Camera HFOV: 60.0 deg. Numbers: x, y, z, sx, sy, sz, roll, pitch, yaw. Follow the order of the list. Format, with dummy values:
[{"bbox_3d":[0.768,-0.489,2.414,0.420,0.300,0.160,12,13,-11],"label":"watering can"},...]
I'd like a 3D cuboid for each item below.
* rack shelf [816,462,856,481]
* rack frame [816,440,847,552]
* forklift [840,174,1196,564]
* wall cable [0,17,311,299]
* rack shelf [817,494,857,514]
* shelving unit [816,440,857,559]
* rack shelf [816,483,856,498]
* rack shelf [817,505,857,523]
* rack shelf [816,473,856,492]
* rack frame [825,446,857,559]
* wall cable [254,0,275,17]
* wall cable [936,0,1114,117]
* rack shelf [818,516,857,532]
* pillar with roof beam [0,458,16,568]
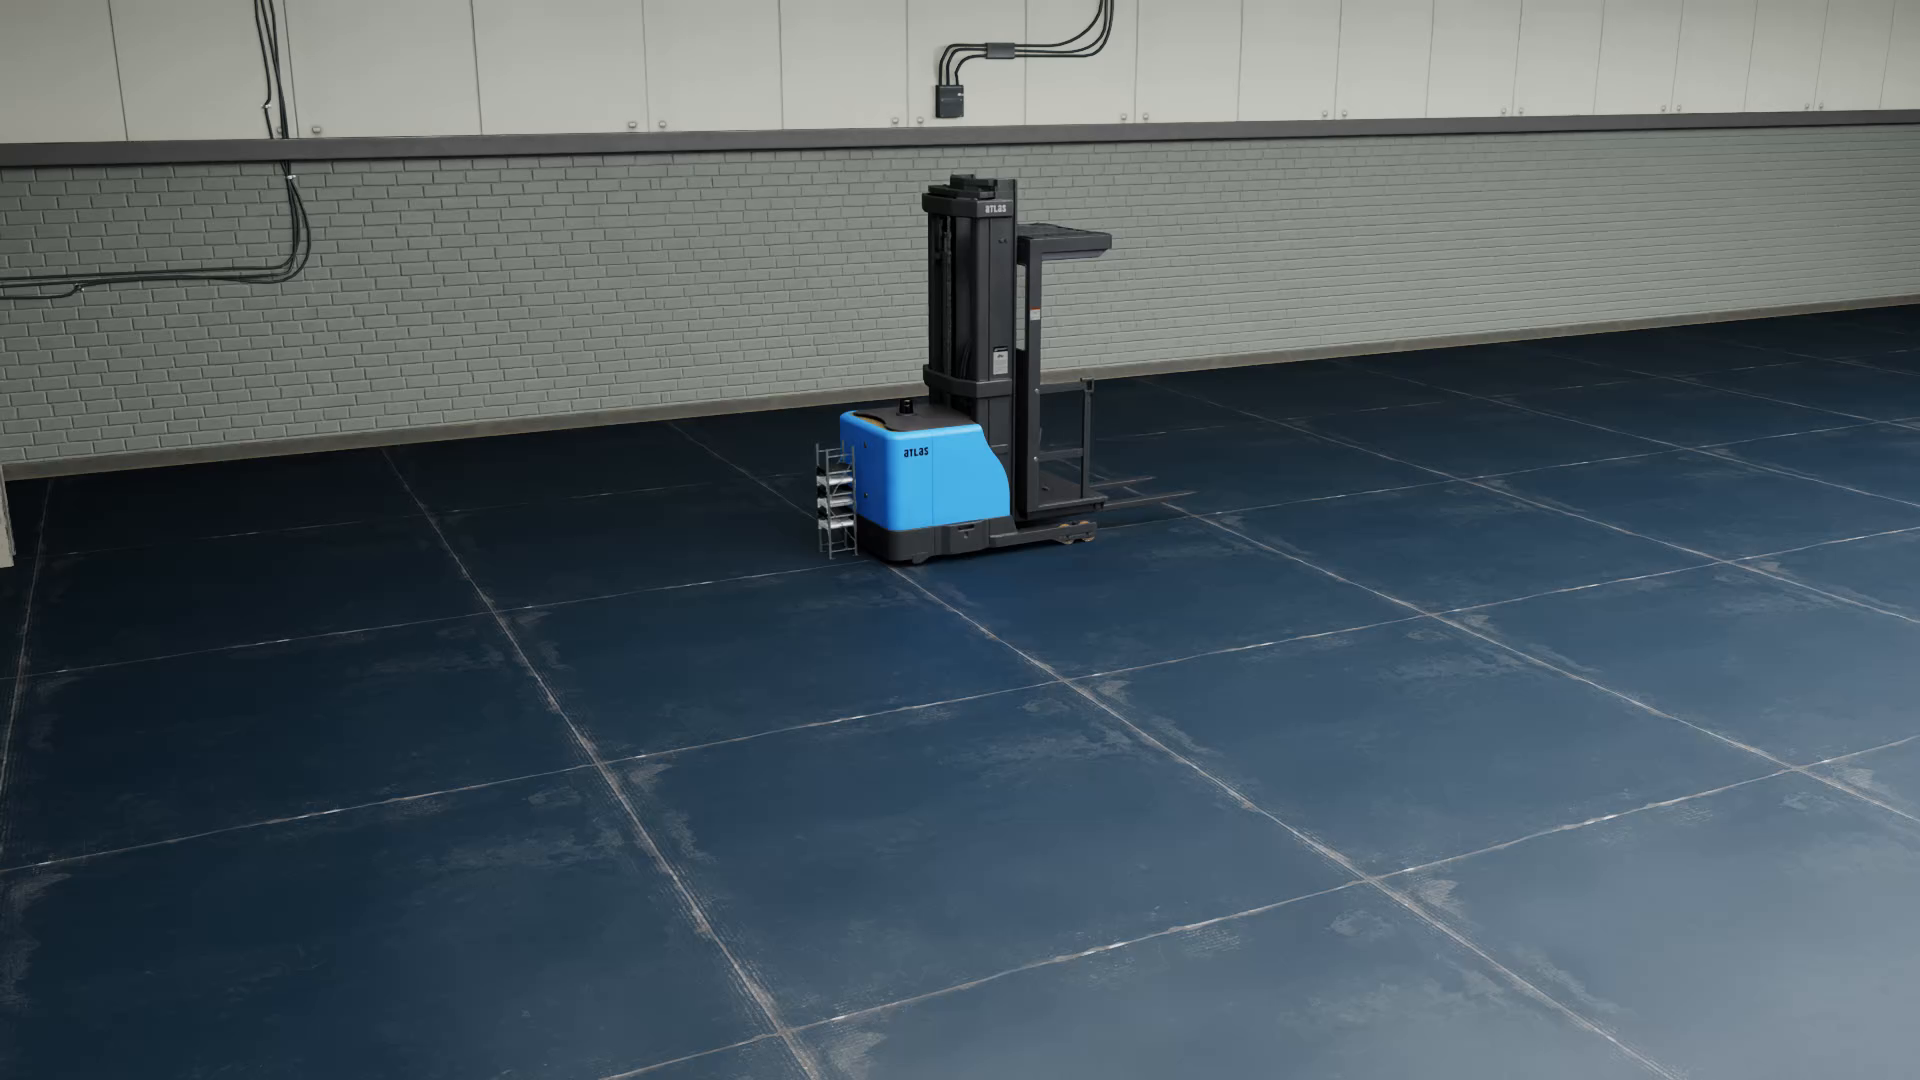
[{"bbox_3d":[-0.983,-0.545,13.142,0.258,0.077,0.200,-9,20,-25],"label":"rack shelf"},{"bbox_3d":[-1.027,-0.346,13.300,0.240,0.900,0.006,-9,20,-25],"label":"rack frame"},{"bbox_3d":[0.556,-1.491,13.633,3.031,2.935,1.130,-8,18,-27],"label":"forklift"},{"bbox_3d":[-7.750,-3.549,15.434,3.097,2.526,0.112,-8,18,-25],"label":"wall cable"},{"bbox_3d":[-0.981,-0.287,13.224,0.258,0.077,0.200,-9,20,-25],"label":"rack shelf"},{"bbox_3d":[-0.981,-0.319,13.213,0.258,0.900,0.210,-9,20,-25],"label":"shelving unit"},{"bbox_3d":[-0.981,-0.373,13.196,0.258,0.077,0.200,-9,20,-25],"label":"rack shelf"},{"bbox_3d":[-0.980,-0.202,13.251,0.258,0.077,0.200,-9,20,-25],"label":"rack shelf"},{"bbox_3d":[-0.982,-0.459,13.169,0.258,0.077,0.200,-9,20,-25],"label":"rack shelf"},{"bbox_3d":[-0.935,-0.292,13.127,0.240,0.900,0.006,-9,20,-25],"label":"rack frame"},{"bbox_3d":[-5.319,-6.304,15.876,3.097,2.526,0.112,-8,18,-25],"label":"wall cable"},{"bbox_3d":[0.790,-7.820,18.520,2.305,6.003,0.169,-8,18,-25],"label":"wall cable"},{"bbox_3d":[-0.979,-0.116,13.278,0.258,0.077,0.200,-9,20,-25],"label":"rack shelf"},{"bbox_3d":[-3.779,-4.672,13.716,9.100,9.000,0.400,-8,18,-25],"label":"pillar with roof beam"}]
